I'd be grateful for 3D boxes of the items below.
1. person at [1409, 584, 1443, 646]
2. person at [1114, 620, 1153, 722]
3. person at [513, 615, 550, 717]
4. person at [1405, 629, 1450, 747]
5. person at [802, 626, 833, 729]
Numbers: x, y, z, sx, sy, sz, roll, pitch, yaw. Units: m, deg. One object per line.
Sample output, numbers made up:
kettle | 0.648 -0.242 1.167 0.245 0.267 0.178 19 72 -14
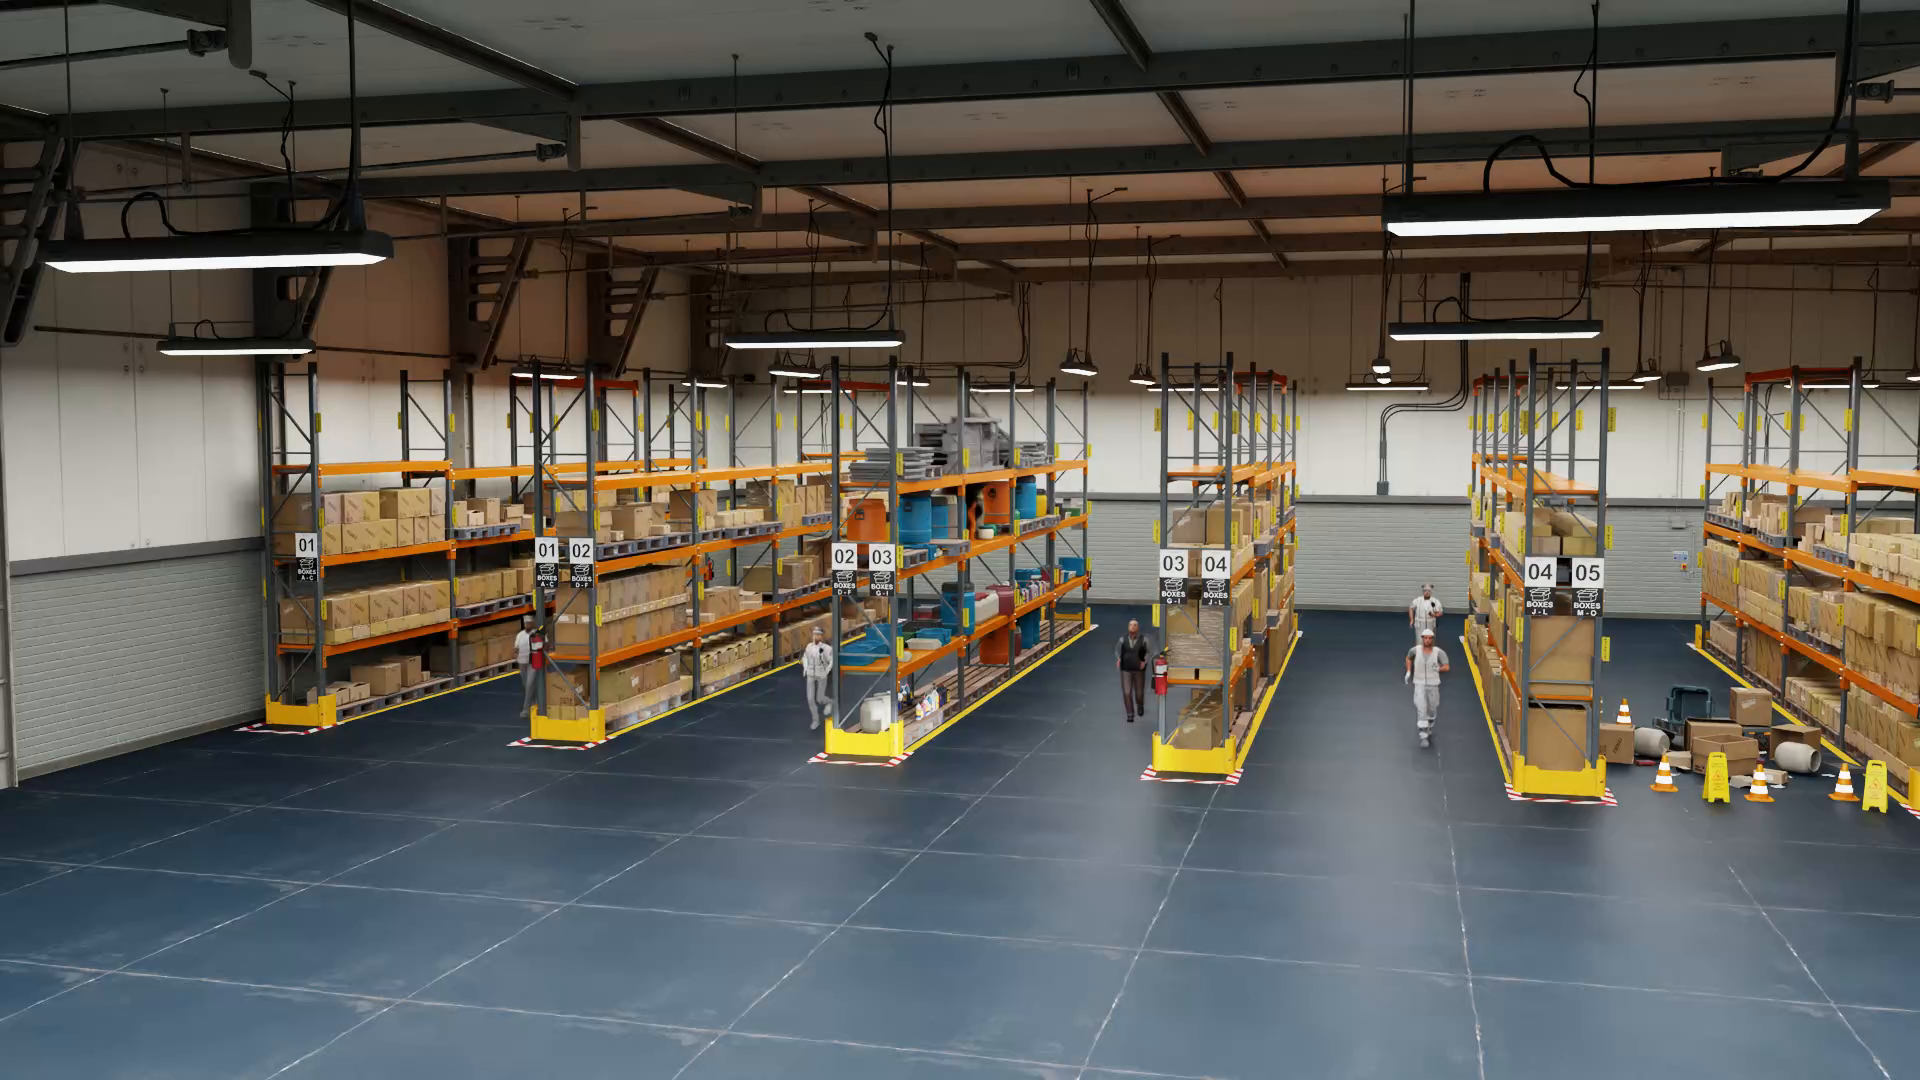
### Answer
person | 9.318 1.788 33.254 0.633 1.850 0.776 1 4 10
person | 2.857 2.161 27.495 0.659 1.667 0.618 1 4 12
person | -7.380 2.124 28.507 0.581 1.699 0.876 1 4 13
person | 7.251 2.256 25.818 0.663 1.777 1.004 1 4 15
person | -2.354 2.251 27.489 0.618 1.673 0.635 1 4 16
